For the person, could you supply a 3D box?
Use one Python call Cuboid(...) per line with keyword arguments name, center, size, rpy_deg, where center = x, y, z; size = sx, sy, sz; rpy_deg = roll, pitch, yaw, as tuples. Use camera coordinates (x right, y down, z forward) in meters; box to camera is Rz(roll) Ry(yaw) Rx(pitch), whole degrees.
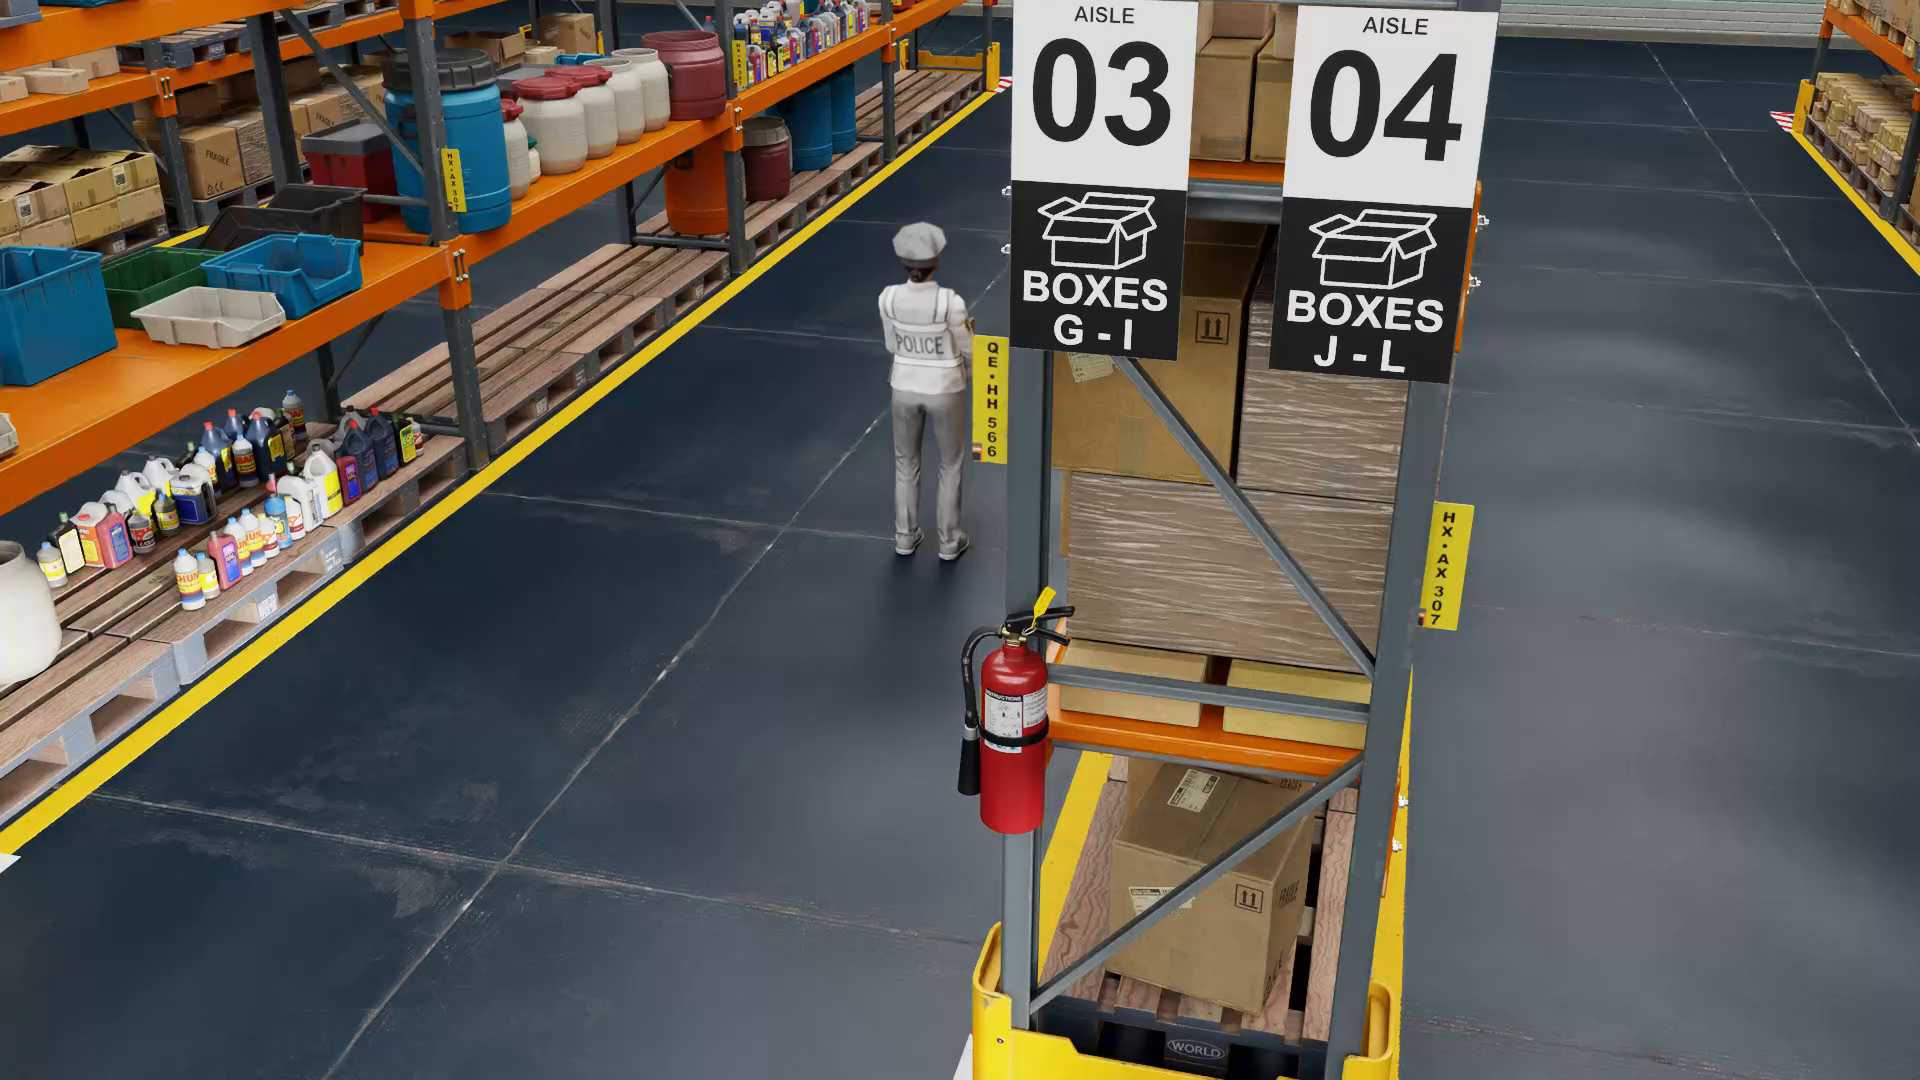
Cuboid(name="person", center=(-0.133, -0.736, 8.128), size=(0.459, 1.688, 0.543), rpy_deg=(7, 26, 14))
